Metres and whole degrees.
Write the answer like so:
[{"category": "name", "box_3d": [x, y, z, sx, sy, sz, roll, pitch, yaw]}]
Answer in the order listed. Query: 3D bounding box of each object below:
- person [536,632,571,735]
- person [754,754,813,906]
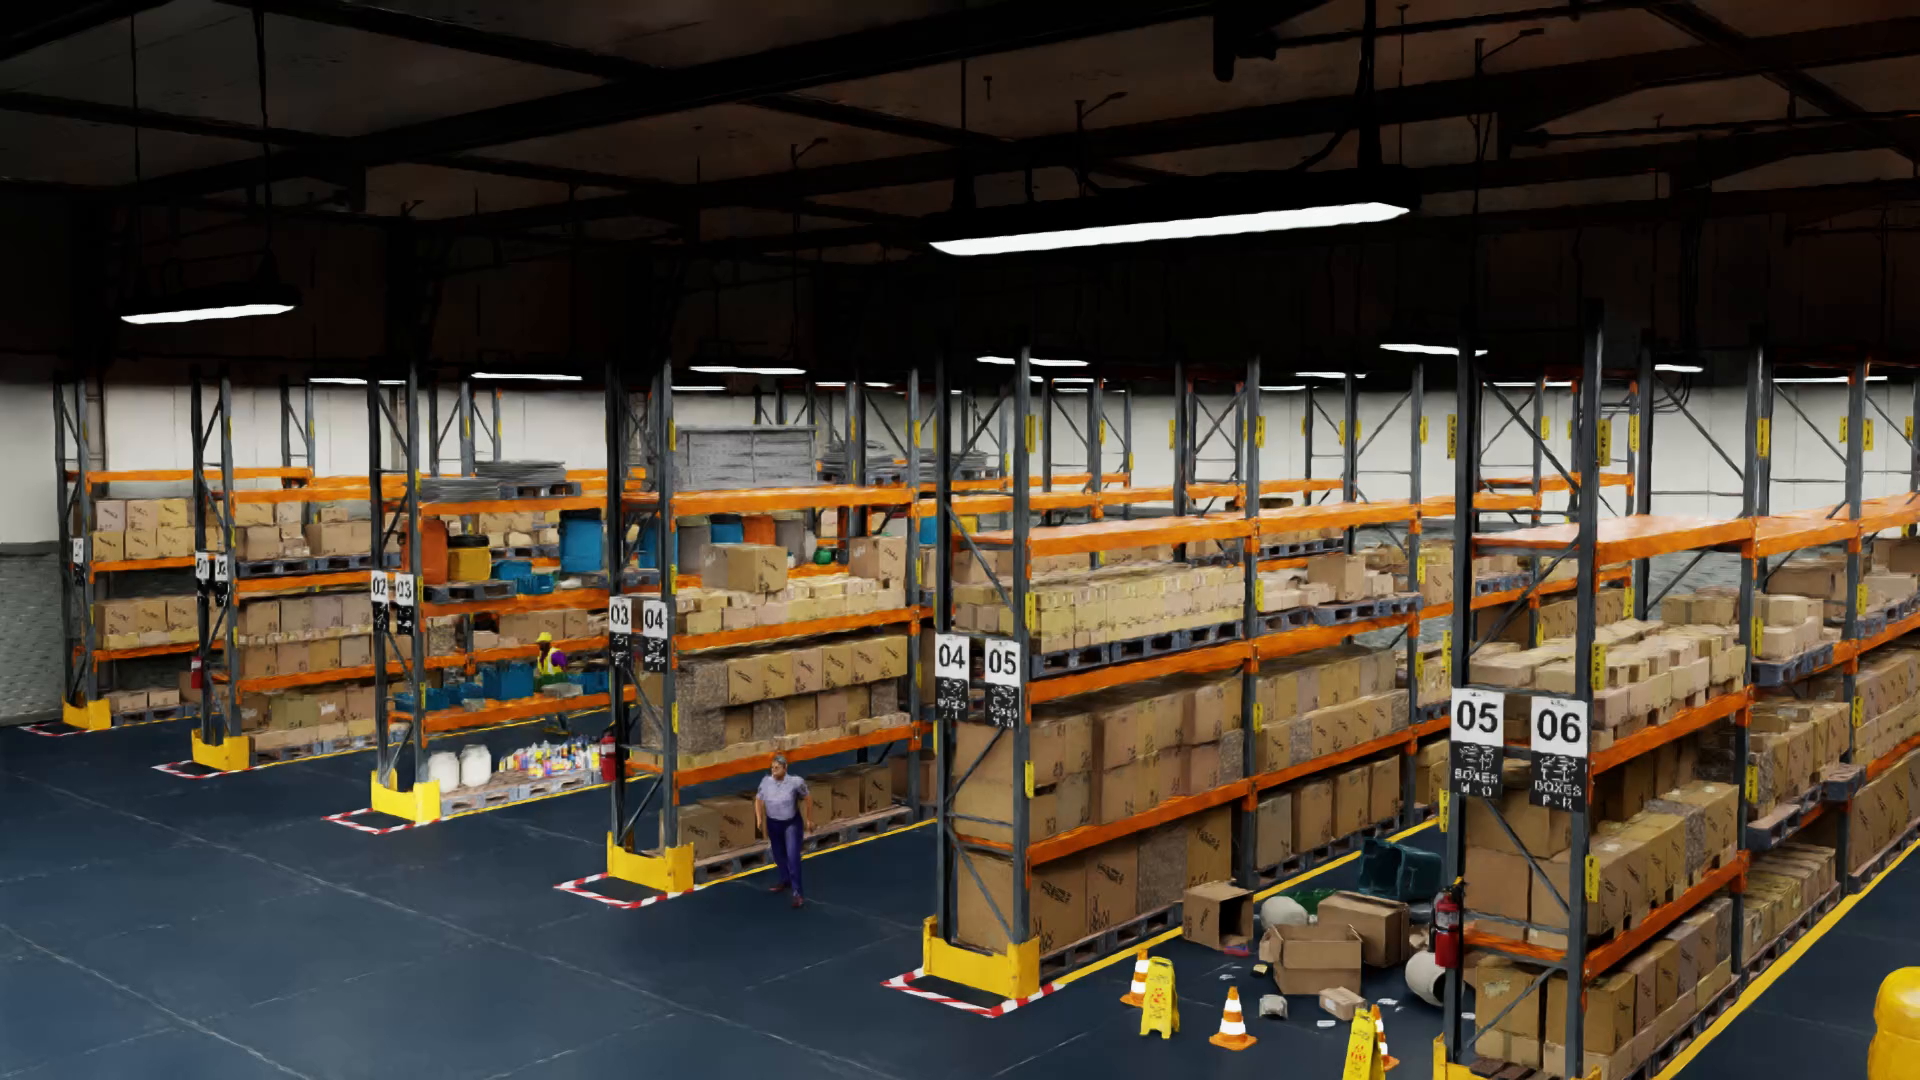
[{"category": "person", "box_3d": [-6.691, 2.352, 27.238, 0.719, 1.714, 0.578, 3, 5, 39]}, {"category": "person", "box_3d": [-1.859, 3.073, 17.925, 0.656, 1.582, 0.796, 2, 4, 21]}]
